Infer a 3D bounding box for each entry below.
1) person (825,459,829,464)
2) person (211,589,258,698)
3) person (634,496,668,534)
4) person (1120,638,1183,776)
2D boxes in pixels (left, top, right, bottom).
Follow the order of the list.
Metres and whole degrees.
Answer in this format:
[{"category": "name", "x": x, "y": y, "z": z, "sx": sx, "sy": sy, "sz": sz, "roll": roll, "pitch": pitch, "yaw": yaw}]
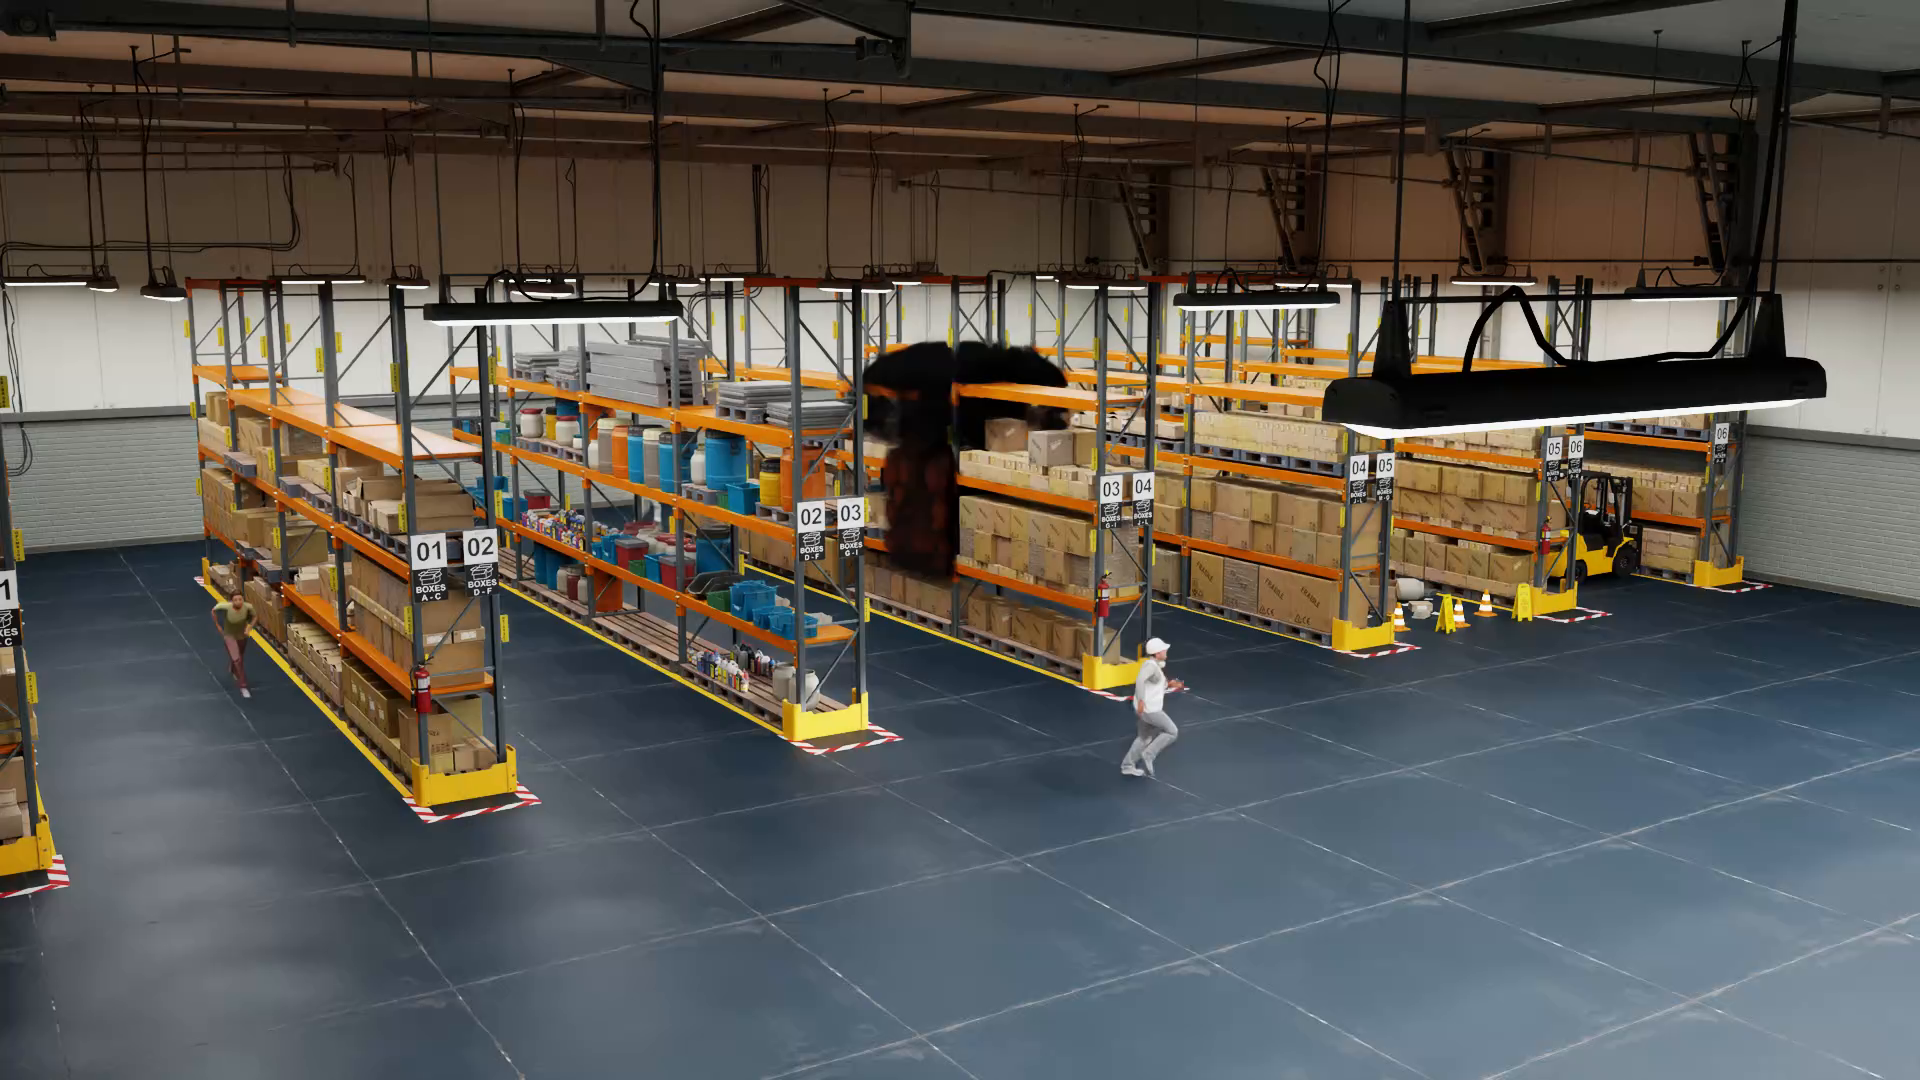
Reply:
[{"category": "person", "x": -3.500, "y": -1.401, "z": 41.097, "sx": 0.644, "sy": 1.844, "sz": 0.789, "roll": 1, "pitch": 10, "yaw": 4}, {"category": "person", "x": -10.711, "y": 1.473, "z": 24.583, "sx": 0.616, "sy": 1.625, "sz": 1.003, "roll": -6, "pitch": 11, "yaw": -30}, {"category": "person", "x": -7.266, "y": -1.023, "z": 38.727, "sx": 0.850, "sy": 1.838, "sz": 0.623, "roll": -5, "pitch": 11, "yaw": -27}, {"category": "person", "x": 2.364, "y": 2.066, "z": 20.399, "sx": 0.772, "sy": 1.723, "sz": 0.617, "roll": 0, "pitch": 10, "yaw": -2}]
